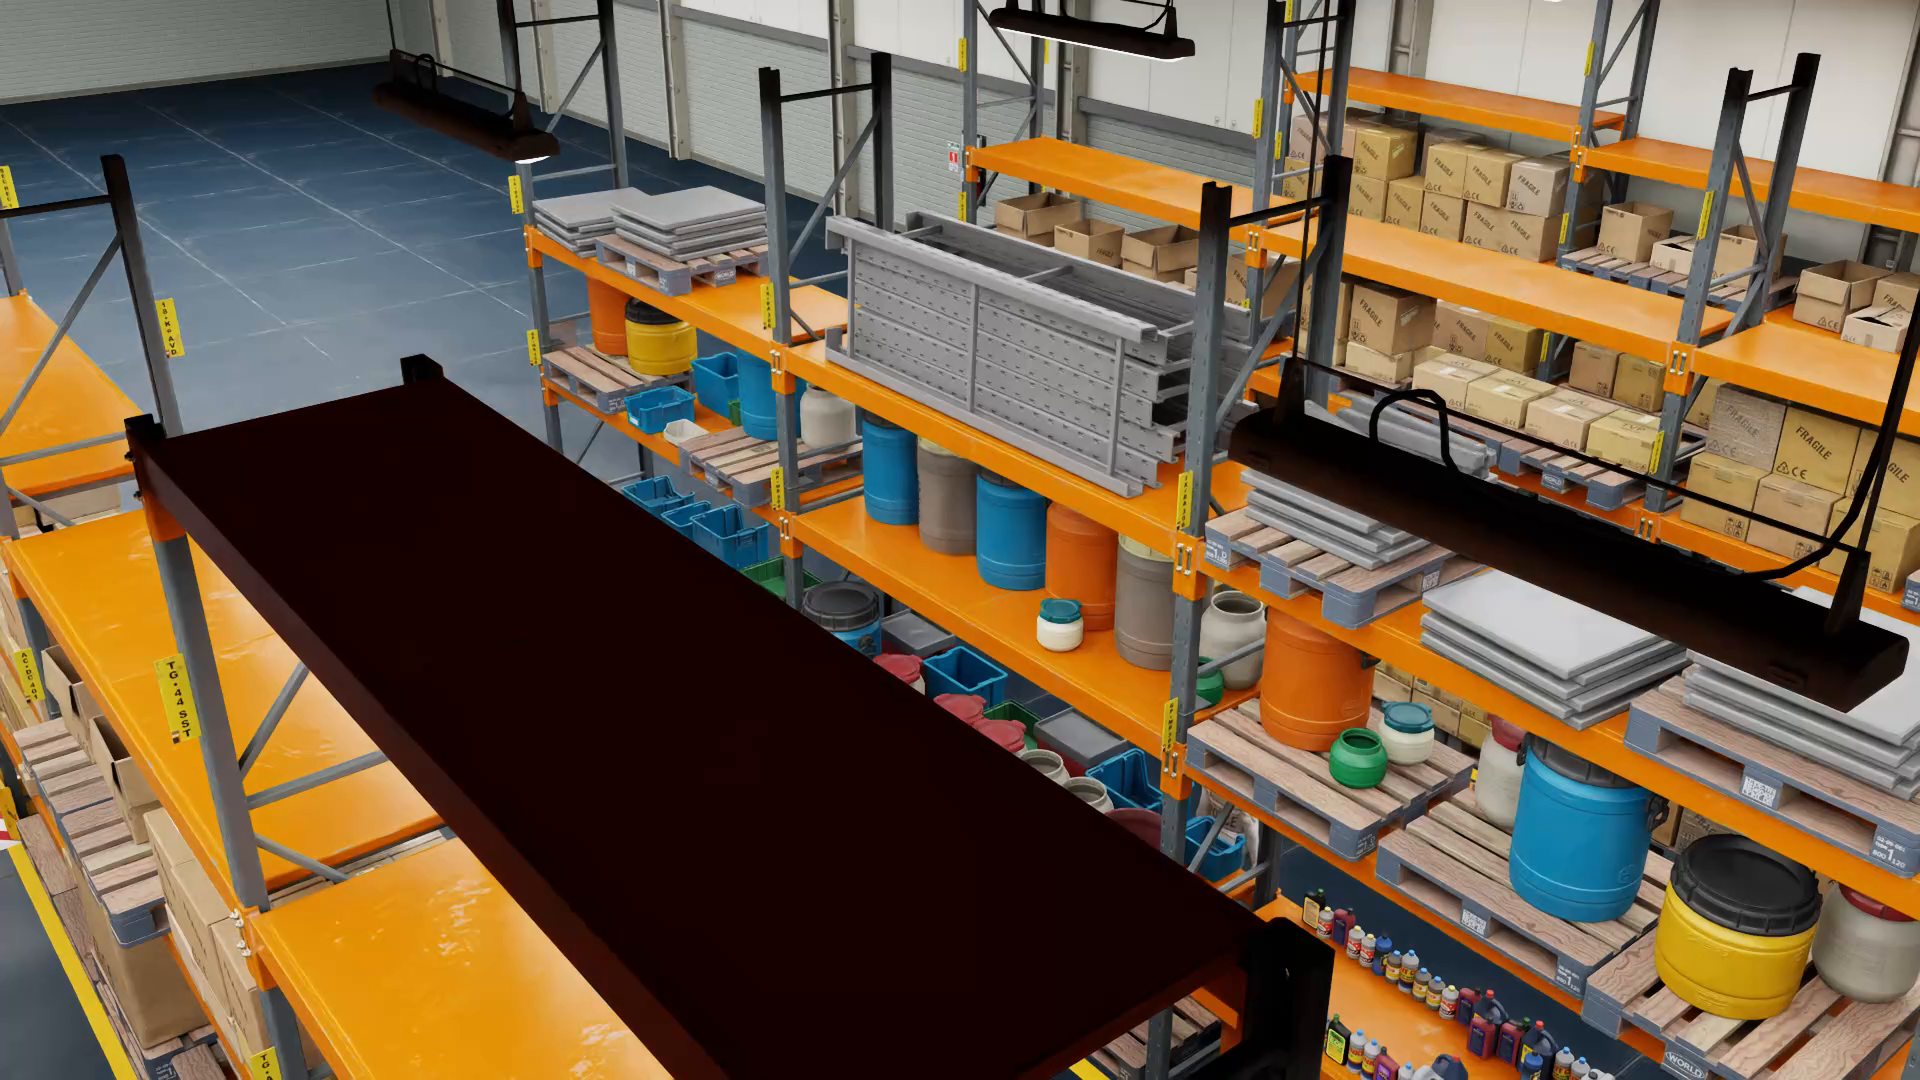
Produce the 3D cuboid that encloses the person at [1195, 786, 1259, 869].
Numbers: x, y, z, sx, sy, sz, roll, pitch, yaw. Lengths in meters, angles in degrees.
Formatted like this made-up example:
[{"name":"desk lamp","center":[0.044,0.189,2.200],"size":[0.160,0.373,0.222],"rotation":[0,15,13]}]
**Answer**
[{"name":"person","center":[1.890,2.197,11.843],"size":[0.403,1.720,0.531],"rotation":[-21,33,-37]}]
